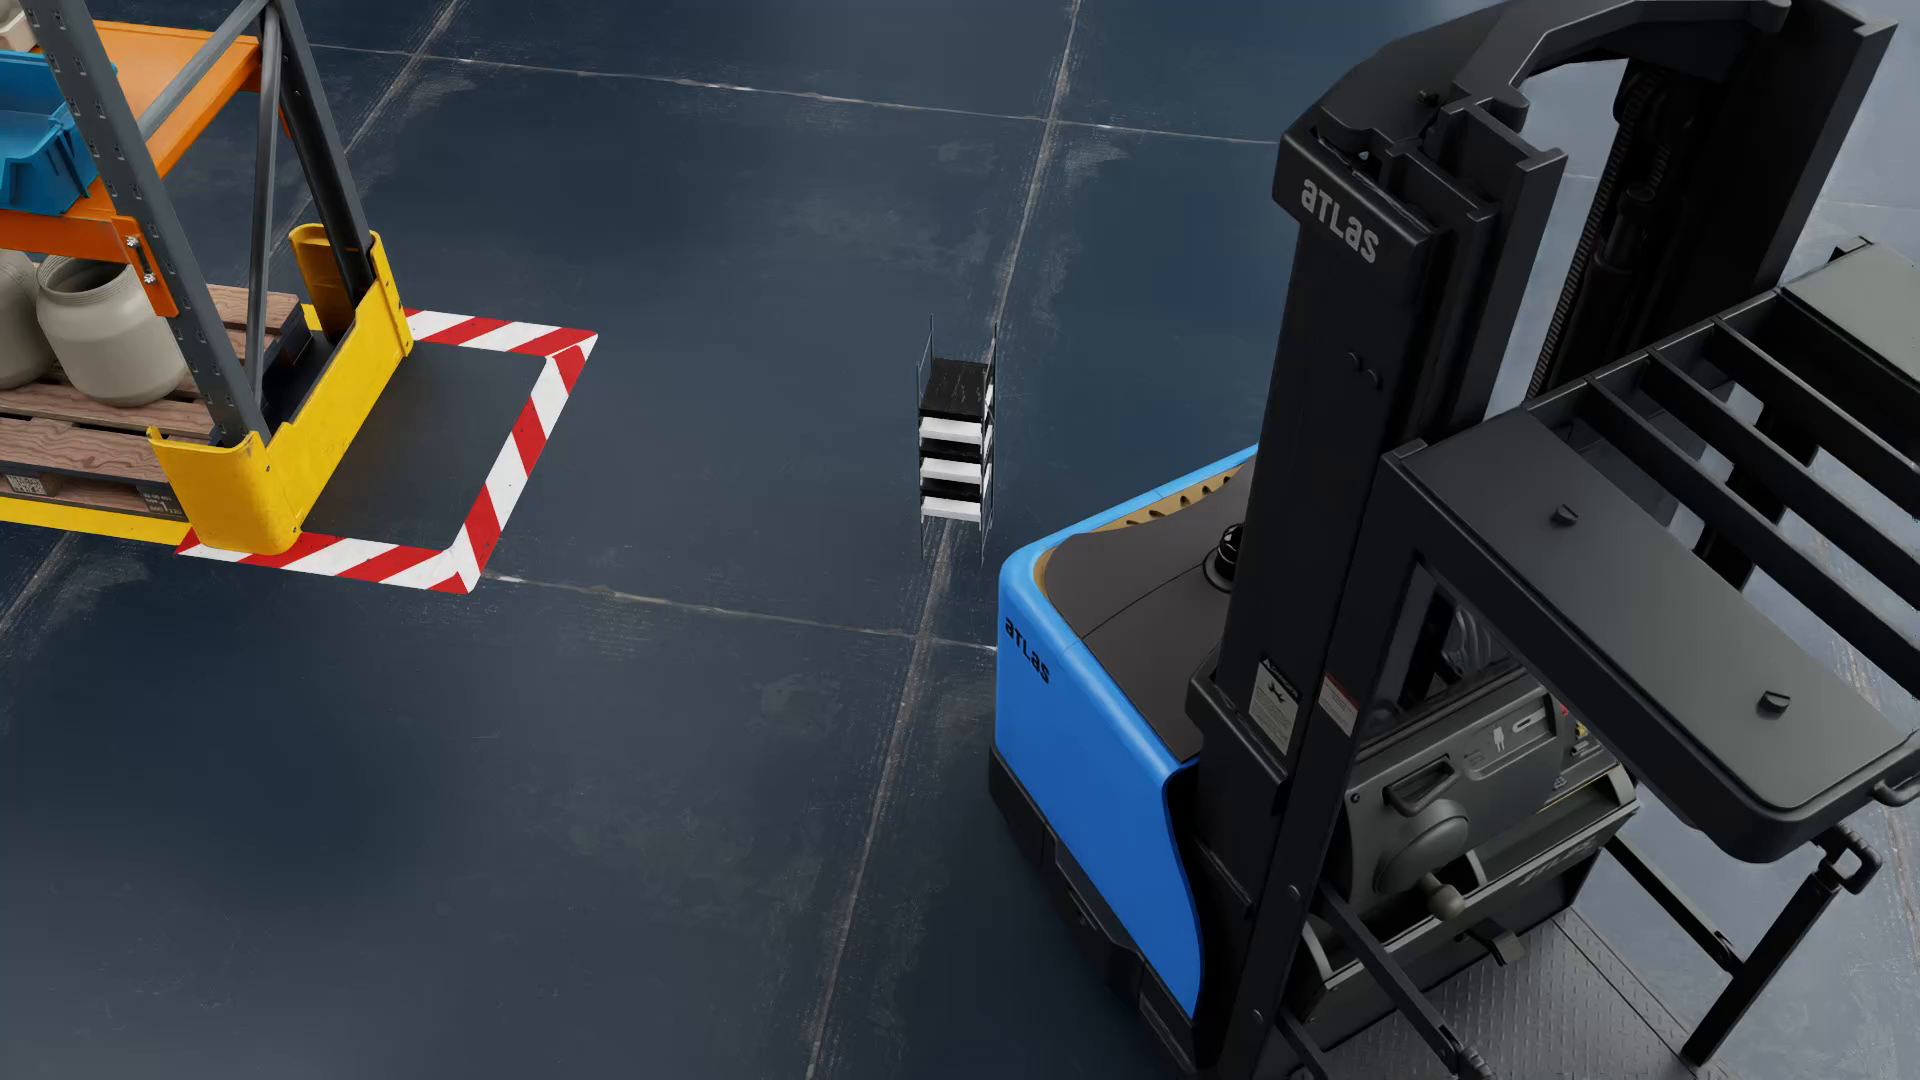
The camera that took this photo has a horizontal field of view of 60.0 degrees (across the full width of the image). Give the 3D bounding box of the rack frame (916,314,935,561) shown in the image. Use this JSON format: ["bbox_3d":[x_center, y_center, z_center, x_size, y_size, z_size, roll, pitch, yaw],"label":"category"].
[{"bbox_3d":[-0.108,-0.315,5.428,0.006,0.900,0.240,8,49,7],"label":"rack frame"}]

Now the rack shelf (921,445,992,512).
[{"bbox_3d":[-0.008,-0.219,5.508,0.200,0.077,0.258,8,49,7],"label":"rack shelf"}]

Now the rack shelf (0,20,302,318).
[{"bbox_3d":[-4.261,-1.440,5.511,4.000,0.370,1.077,8,49,7],"label":"rack shelf"}]

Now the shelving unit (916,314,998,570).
[{"bbox_3d":[-0.008,-0.302,5.416,0.210,0.900,0.258,8,49,7],"label":"shelving unit"}]

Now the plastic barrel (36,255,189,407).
[{"bbox_3d":[-2.954,-0.755,5.802,0.421,0.512,0.421,0,48,0],"label":"plastic barrel"}]

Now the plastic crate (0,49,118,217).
[{"bbox_3d":[-2.839,-1.213,4.923,0.616,0.251,0.499,8,49,7],"label":"plastic crate"}]

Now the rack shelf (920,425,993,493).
[{"bbox_3d":[-0.008,-0.280,5.441,0.200,0.077,0.258,8,49,7],"label":"rack shelf"}]

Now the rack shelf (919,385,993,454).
[{"bbox_3d":[-0.008,-0.400,5.307,0.200,0.077,0.258,8,49,7],"label":"rack shelf"}]

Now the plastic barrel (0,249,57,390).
[{"bbox_3d":[-3.447,-0.822,5.862,0.421,0.512,0.421,0,48,0],"label":"plastic barrel"}]

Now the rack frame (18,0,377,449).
[{"bbox_3d":[-2.293,-1.415,5.005,0.127,3.000,1.000,8,49,7],"label":"rack frame"}]

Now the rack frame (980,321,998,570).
[{"bbox_3d":[0.092,-0.288,5.404,0.006,0.900,0.240,8,49,7],"label":"rack frame"}]

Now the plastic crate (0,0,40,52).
[{"bbox_3d":[-3.116,-1.681,5.421,0.250,0.136,0.298,8,49,7],"label":"plastic crate"}]

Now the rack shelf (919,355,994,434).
[{"bbox_3d":[-0.008,-0.460,5.240,0.200,0.077,0.258,8,49,7],"label":"rack shelf"}]

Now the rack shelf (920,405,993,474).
[{"bbox_3d":[-0.008,-0.340,5.374,0.200,0.077,0.258,8,49,7],"label":"rack shelf"}]

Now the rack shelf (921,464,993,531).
[{"bbox_3d":[-0.008,-0.159,5.575,0.200,0.077,0.258,8,49,7],"label":"rack shelf"}]

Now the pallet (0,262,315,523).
[{"bbox_3d":[-3.175,-0.570,6.121,1.213,0.211,1.003,8,49,7],"label":"pallet"}]

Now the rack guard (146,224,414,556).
[{"bbox_3d":[-2.376,-0.556,5.913,0.348,0.500,1.175,8,49,7],"label":"rack guard"}]

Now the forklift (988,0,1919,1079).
[{"bbox_3d":[1.260,0.552,3.284,1.130,2.935,3.031,-23,52,-20],"label":"forklift"}]
